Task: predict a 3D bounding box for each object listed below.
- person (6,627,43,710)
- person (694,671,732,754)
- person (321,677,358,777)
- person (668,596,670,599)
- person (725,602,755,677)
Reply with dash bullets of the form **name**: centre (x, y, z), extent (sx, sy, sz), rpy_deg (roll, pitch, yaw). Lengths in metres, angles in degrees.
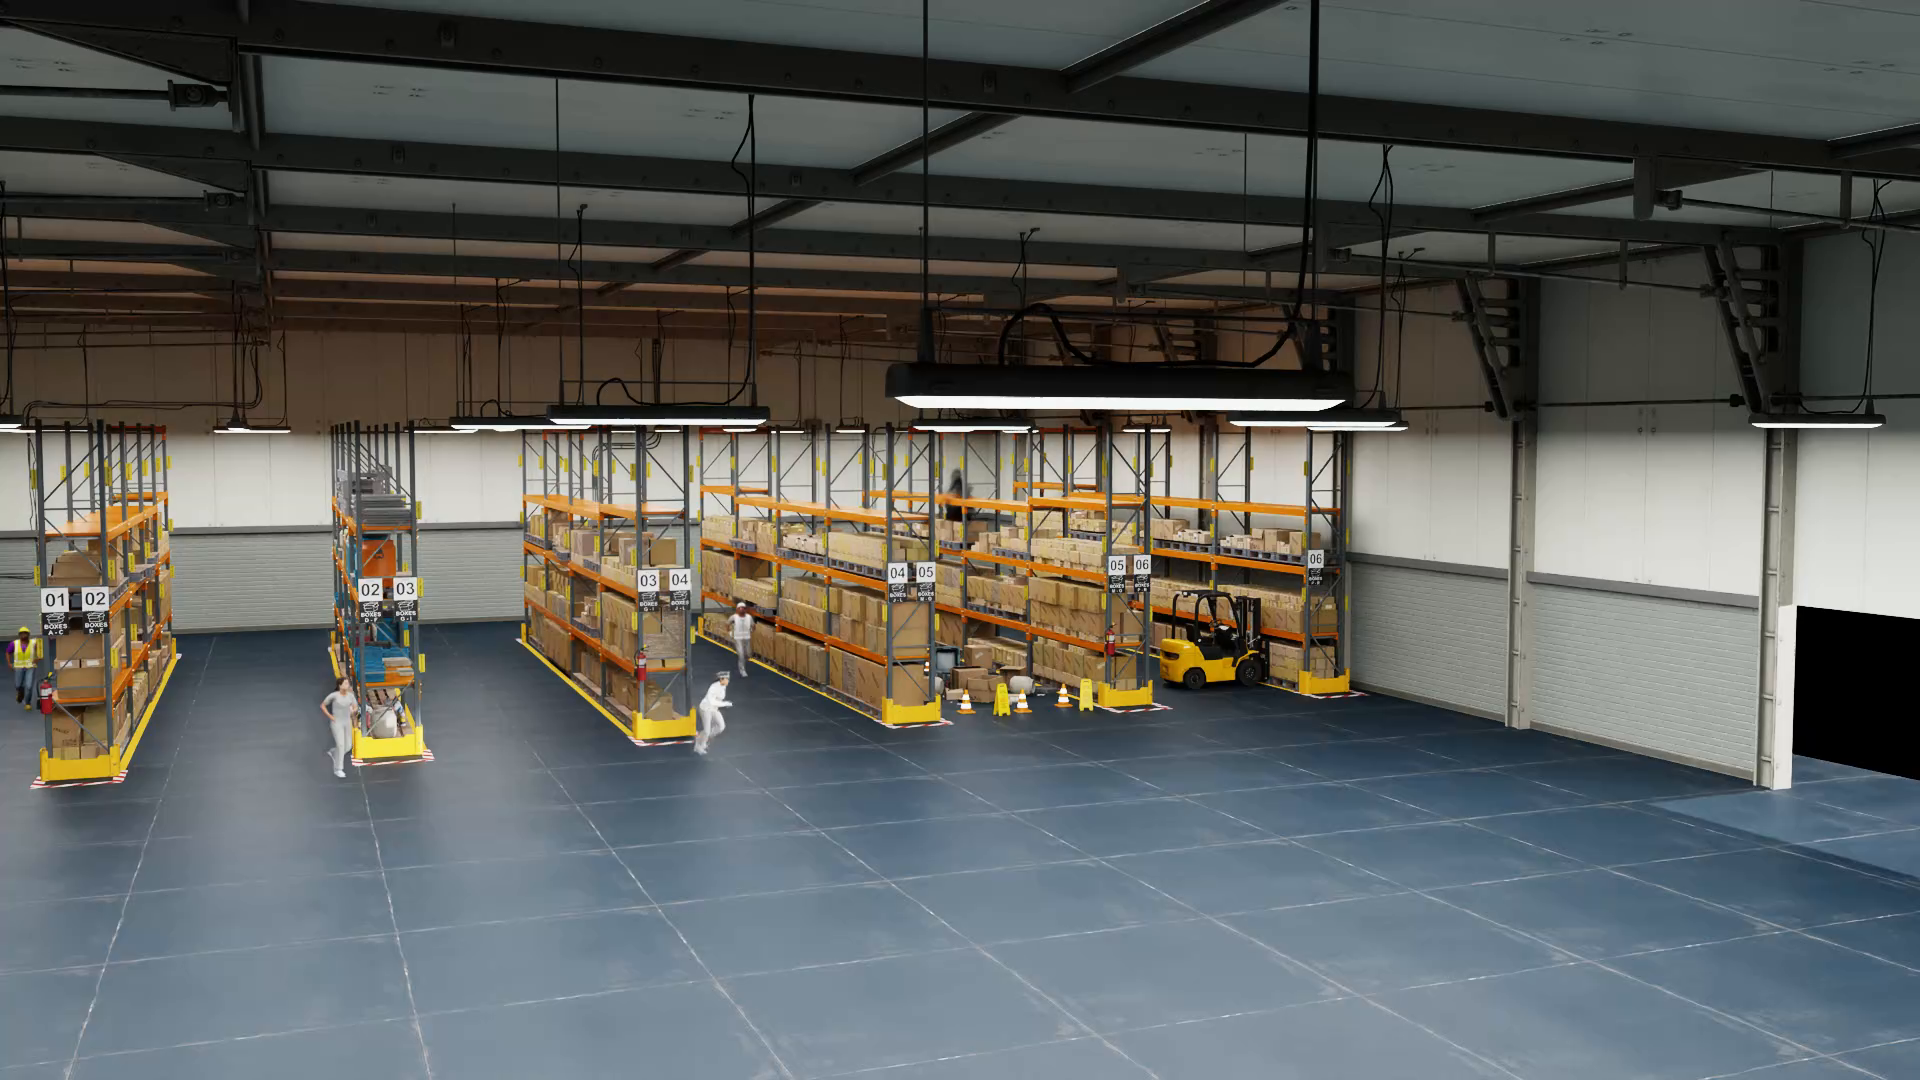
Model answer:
- **person**: centre (-19.584, 2.687, 34.837), extent (0.730, 1.726, 0.594), rpy_deg (-1, 4, -23)
- **person**: centre (-4.415, 3.097, 29.938), extent (0.824, 1.522, 0.632), rpy_deg (1, 4, 21)
- **person**: centre (-10.545, 3.154, 28.356), extent (0.856, 1.644, 0.593), rpy_deg (3, 5, 38)
- **person**: centre (-8.361, 1.886, 48.478), extent (0.519, 1.649, 0.612), rpy_deg (-3, 5, -42)
- **person**: centre (-5.208, 2.367, 39.657), extent (0.698, 1.757, 0.886), rpy_deg (-2, 4, -24)
